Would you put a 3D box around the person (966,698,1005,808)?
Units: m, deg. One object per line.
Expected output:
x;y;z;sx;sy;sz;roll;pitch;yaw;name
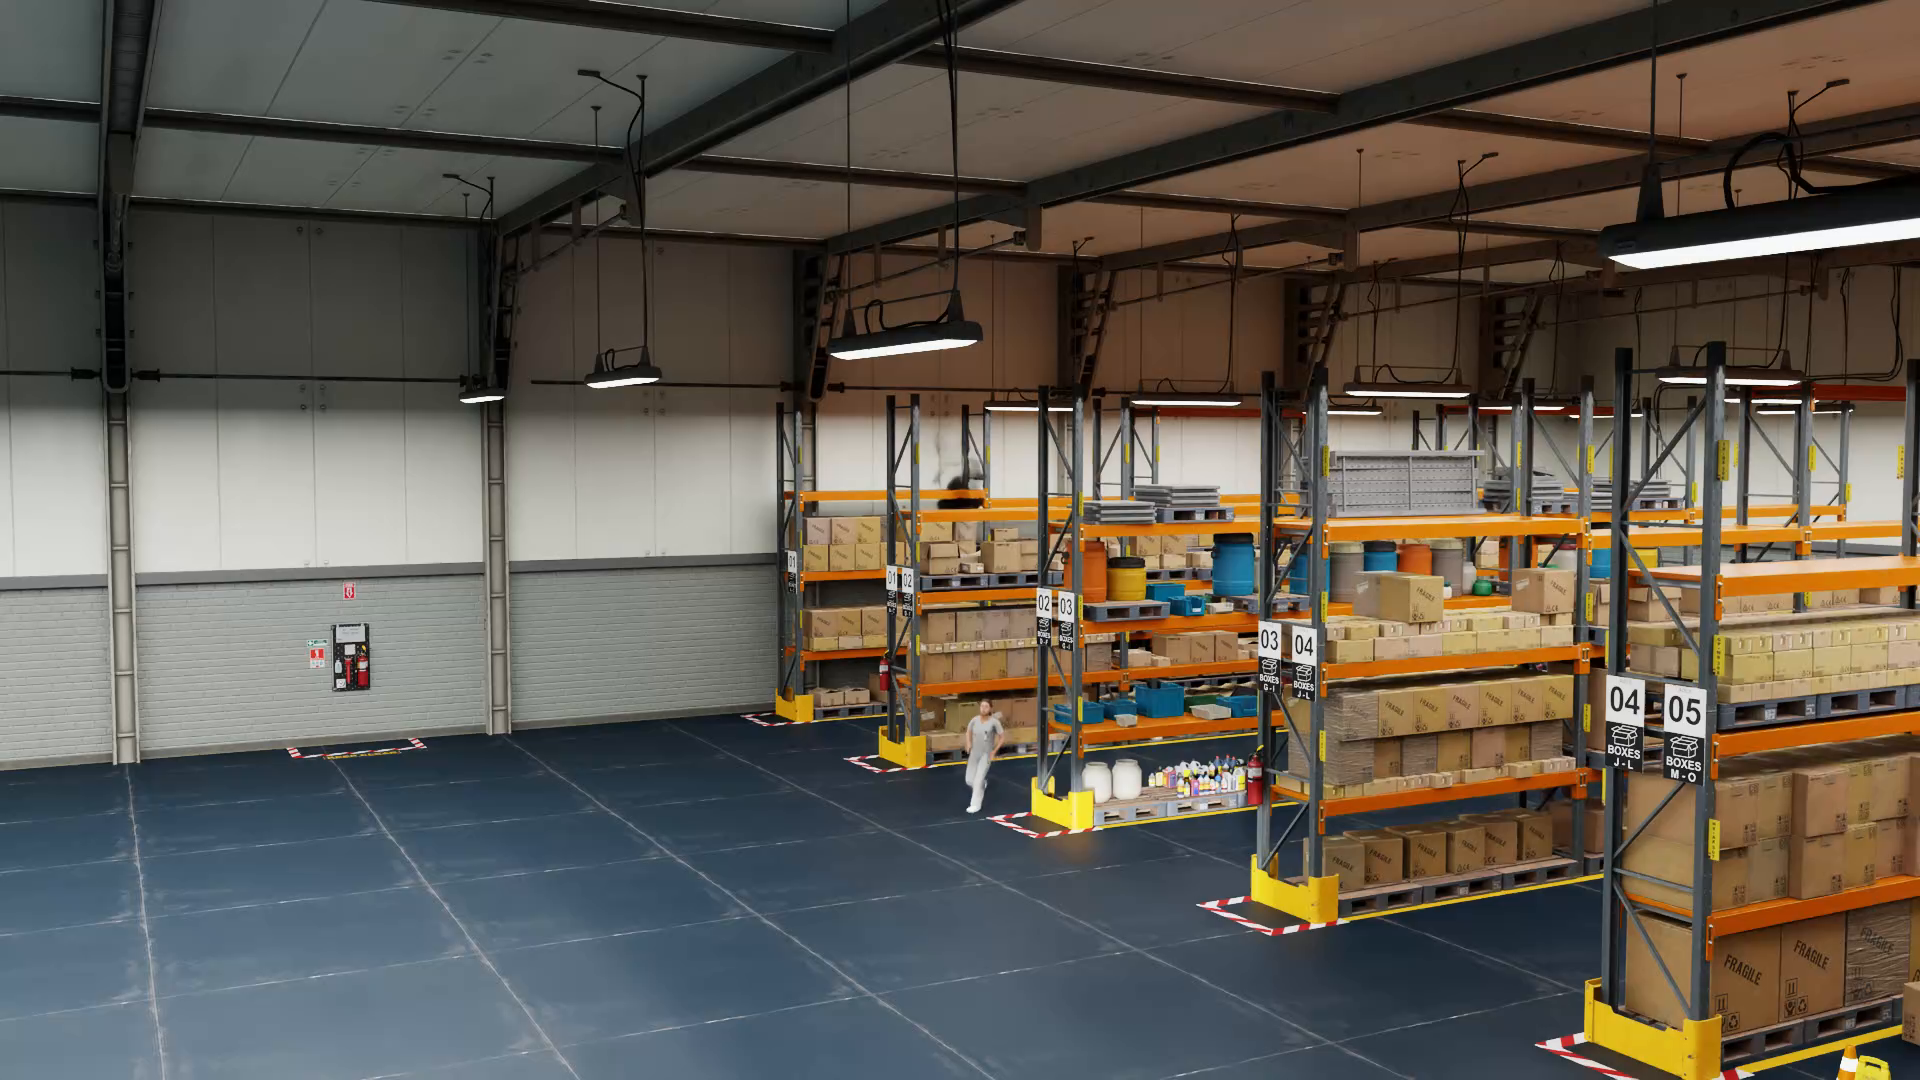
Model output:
0.349;3.008;23.518;0.597;1.560;0.513;1;4;25;person
